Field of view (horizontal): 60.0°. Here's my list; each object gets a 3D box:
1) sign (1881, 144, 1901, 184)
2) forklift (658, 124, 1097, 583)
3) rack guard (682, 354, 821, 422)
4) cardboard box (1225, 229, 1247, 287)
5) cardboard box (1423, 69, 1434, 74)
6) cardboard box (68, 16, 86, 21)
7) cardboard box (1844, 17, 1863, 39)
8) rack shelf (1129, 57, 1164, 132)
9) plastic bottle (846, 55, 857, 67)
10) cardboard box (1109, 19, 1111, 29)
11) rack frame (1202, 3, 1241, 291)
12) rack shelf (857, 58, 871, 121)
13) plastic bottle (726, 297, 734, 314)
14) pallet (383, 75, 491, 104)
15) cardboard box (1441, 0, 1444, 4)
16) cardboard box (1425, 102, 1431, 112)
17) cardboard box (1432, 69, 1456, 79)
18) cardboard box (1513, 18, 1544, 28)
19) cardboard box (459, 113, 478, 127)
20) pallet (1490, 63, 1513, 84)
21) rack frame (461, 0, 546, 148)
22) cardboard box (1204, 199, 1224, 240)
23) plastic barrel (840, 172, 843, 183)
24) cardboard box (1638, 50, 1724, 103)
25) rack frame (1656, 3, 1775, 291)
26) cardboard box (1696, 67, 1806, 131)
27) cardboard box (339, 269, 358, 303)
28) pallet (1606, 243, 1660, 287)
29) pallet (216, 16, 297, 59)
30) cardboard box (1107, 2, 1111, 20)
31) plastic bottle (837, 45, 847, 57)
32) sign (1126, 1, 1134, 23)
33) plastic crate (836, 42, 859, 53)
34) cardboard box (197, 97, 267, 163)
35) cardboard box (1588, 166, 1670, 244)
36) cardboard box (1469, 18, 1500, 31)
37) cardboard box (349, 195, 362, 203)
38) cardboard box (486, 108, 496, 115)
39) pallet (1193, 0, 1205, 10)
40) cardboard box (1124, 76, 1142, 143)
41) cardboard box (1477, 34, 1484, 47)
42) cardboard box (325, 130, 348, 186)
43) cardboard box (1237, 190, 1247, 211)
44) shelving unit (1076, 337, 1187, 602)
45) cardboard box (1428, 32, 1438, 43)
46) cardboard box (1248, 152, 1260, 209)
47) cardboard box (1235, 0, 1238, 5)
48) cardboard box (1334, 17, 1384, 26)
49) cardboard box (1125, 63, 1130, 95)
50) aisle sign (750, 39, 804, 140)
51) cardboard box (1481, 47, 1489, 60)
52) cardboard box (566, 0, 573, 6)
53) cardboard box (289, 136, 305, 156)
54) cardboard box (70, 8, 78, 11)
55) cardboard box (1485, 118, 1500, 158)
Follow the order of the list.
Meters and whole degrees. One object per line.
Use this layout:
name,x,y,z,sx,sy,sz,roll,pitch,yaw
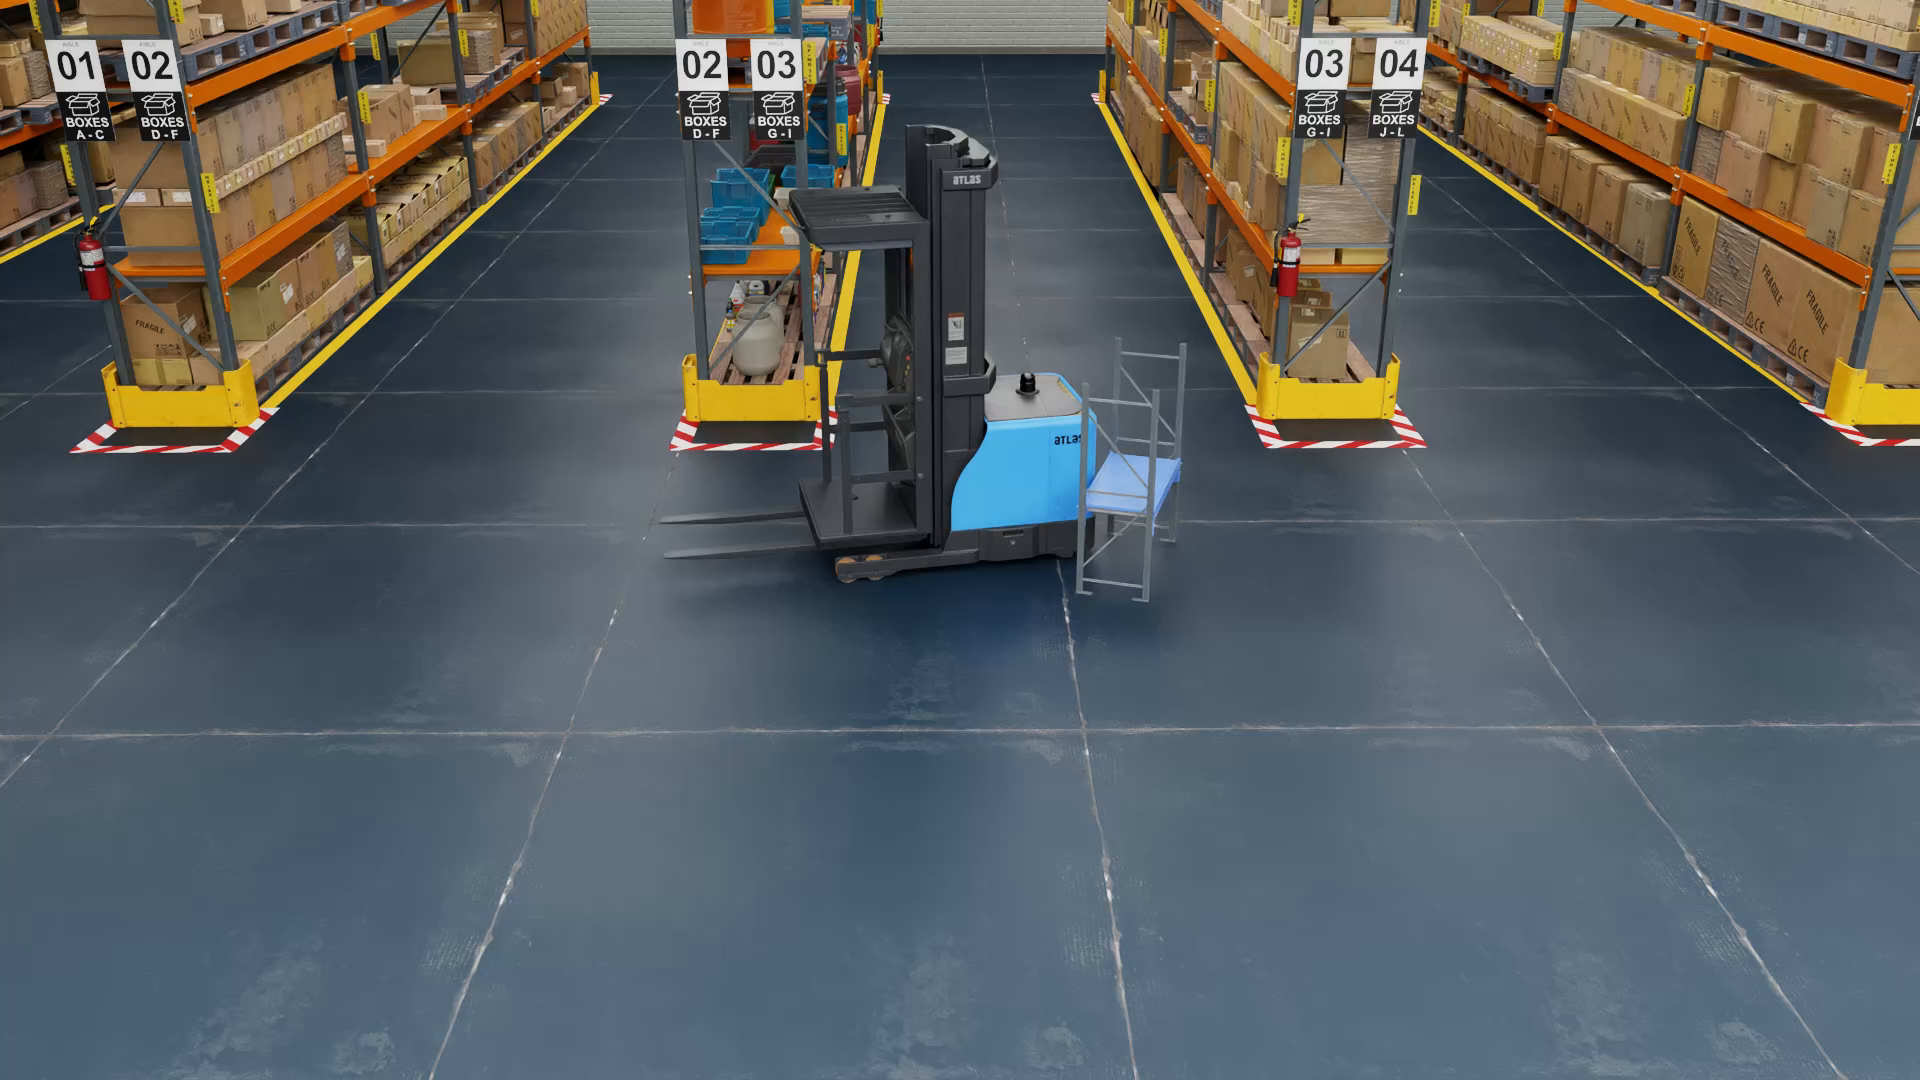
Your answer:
sign,7.621,-3.077,13.603,0.100,0.325,0.005,0,24,-1
forklift,-0.611,-1.280,11.406,3.031,2.935,1.130,-5,25,-11
rack guard,-1.798,-1.327,14.461,1.175,0.500,0.348,0,24,-1
cardboard box,3.124,-2.993,17.634,0.500,0.500,0.500,-1,24,-2
cardboard box,7.778,-7.864,28.109,0.380,0.149,0.250,0,24,0
cardboard box,-11.507,-6.834,22.188,0.500,0.250,0.500,0,24,0
cardboard box,7.814,-4.376,14.203,0.380,0.149,0.250,0,24,0
rack shelf,3.094,-6.250,23.185,1.077,0.370,4.000,0,24,-1
plastic bottle,-1.542,-6.748,23.565,0.152,0.276,0.135,0,24,-1
cardboard box,2.706,-8.682,27.995,0.380,0.149,0.250,-1,24,-1
rack frame,3.159,-4.105,17.571,1.000,3.000,0.127,0,24,-1
rack shelf,-1.859,-6.228,23.136,1.077,0.370,4.000,0,24,-1
plastic bottle,-2.228,-2.201,16.121,0.061,0.283,0.133,0,24,1
pallet,-6.868,-5.902,21.776,1.213,0.211,1.003,0,24,-1
cardboard box,7.755,-8.636,25.892,0.500,0.500,0.500,0,24,1
cardboard box,7.741,-6.969,26.853,0.380,0.149,0.250,0,24,0
cardboard box,8.194,-7.874,28.130,0.380,0.149,0.250,0,24,0
cardboard box,8.236,-7.455,24.051,0.380,0.149,0.250,-1,24,-2
cardboard box,-7.055,-5.943,23.223,0.500,0.250,0.500,-1,24,-2
pallet,8.014,-6.462,23.015,1.003,0.211,1.213,0,24,-1
rack frame,-6.834,-7.359,24.764,1.000,3.000,0.127,0,24,-1
cardboard box,3.188,-3.617,18.989,0.700,0.500,0.500,0,24,-1
plastic barrel,-1.859,-5.135,21.972,0.600,0.830,0.708,0,24,-1
cardboard box,8.096,-5.212,18.683,0.700,0.500,0.500,0,24,0
rack frame,8.120,-4.086,17.528,1.000,3.000,0.127,0,24,-1
cardboard box,8.090,-4.494,16.938,0.875,0.550,0.550,0,24,-1
cardboard box,-6.527,-2.605,17.080,0.500,0.250,0.500,0,24,-1
pallet,8.036,-3.133,18.805,1.003,0.211,1.213,0,24,-1
pallet,-6.701,-4.536,14.990,1.003,0.211,1.213,0,24,-1
cardboard box,2.764,-8.918,28.033,0.500,0.250,0.500,-1,24,-2
plastic bottle,-1.686,-6.903,23.816,0.144,0.351,0.185,0,24,-1
sign,2.517,-7.829,24.658,0.100,0.325,0.005,0,24,-1
plastic crate,-1.743,-7.479,25.278,0.396,0.136,0.243,0,24,-1
cardboard box,-6.713,-3.689,14.955,0.700,0.500,0.500,0,24,0
cardboard box,8.017,-3.905,19.349,1.050,0.750,0.750,0,24,-1
cardboard box,7.586,-7.451,24.042,0.380,0.149,0.250,0,24,1
cardboard box,-7.053,-3.842,19.135,0.500,0.311,0.500,0,24,-1
cardboard box,-7.055,-6.000,24.260,0.500,0.500,0.500,0,24,0
pallet,3.245,-6.069,18.500,1.213,0.211,1.003,0,24,-1
cardboard box,3.099,-6.362,24.628,1.225,0.875,0.875,0,24,0
cardboard box,7.589,-7.110,23.649,0.380,0.149,0.250,-1,24,-3
cardboard box,-6.735,-3.925,17.051,0.700,0.500,0.500,-1,24,-2
cardboard box,2.891,-3.283,16.057,0.380,0.149,0.250,0,24,-1
shelving unit,1.179,-0.499,11.417,0.538,1.500,1.048,7,25,15
cardboard box,7.707,-8.029,26.550,0.380,0.149,0.250,0,24,0
cardboard box,3.137,-3.277,15.256,0.875,0.500,0.500,0,24,-1
cardboard box,2.926,-5.341,16.360,0.380,0.149,0.250,-1,24,-3
cardboard box,3.469,-4.475,14.446,0.380,0.149,0.250,0,24,-1
cardboard box,3.135,-7.268,26.633,0.875,0.875,0.875,0,24,-1
aisle sign,-1.456,-3.591,13.279,0.394,0.787,0.004,0,24,-1
cardboard box,7.590,-6.870,23.477,0.380,0.149,0.250,-1,24,-3
cardboard box,-6.581,-8.904,26.847,0.500,0.500,0.500,0,24,1
cardboard box,-6.517,-3.769,15.919,0.380,0.149,0.250,0,24,1
cardboard box,-12.020,-7.254,23.116,0.500,0.250,0.500,-1,24,-2
cardboard box,7.802,-5.696,23.610,0.500,0.500,0.500,0,24,0
